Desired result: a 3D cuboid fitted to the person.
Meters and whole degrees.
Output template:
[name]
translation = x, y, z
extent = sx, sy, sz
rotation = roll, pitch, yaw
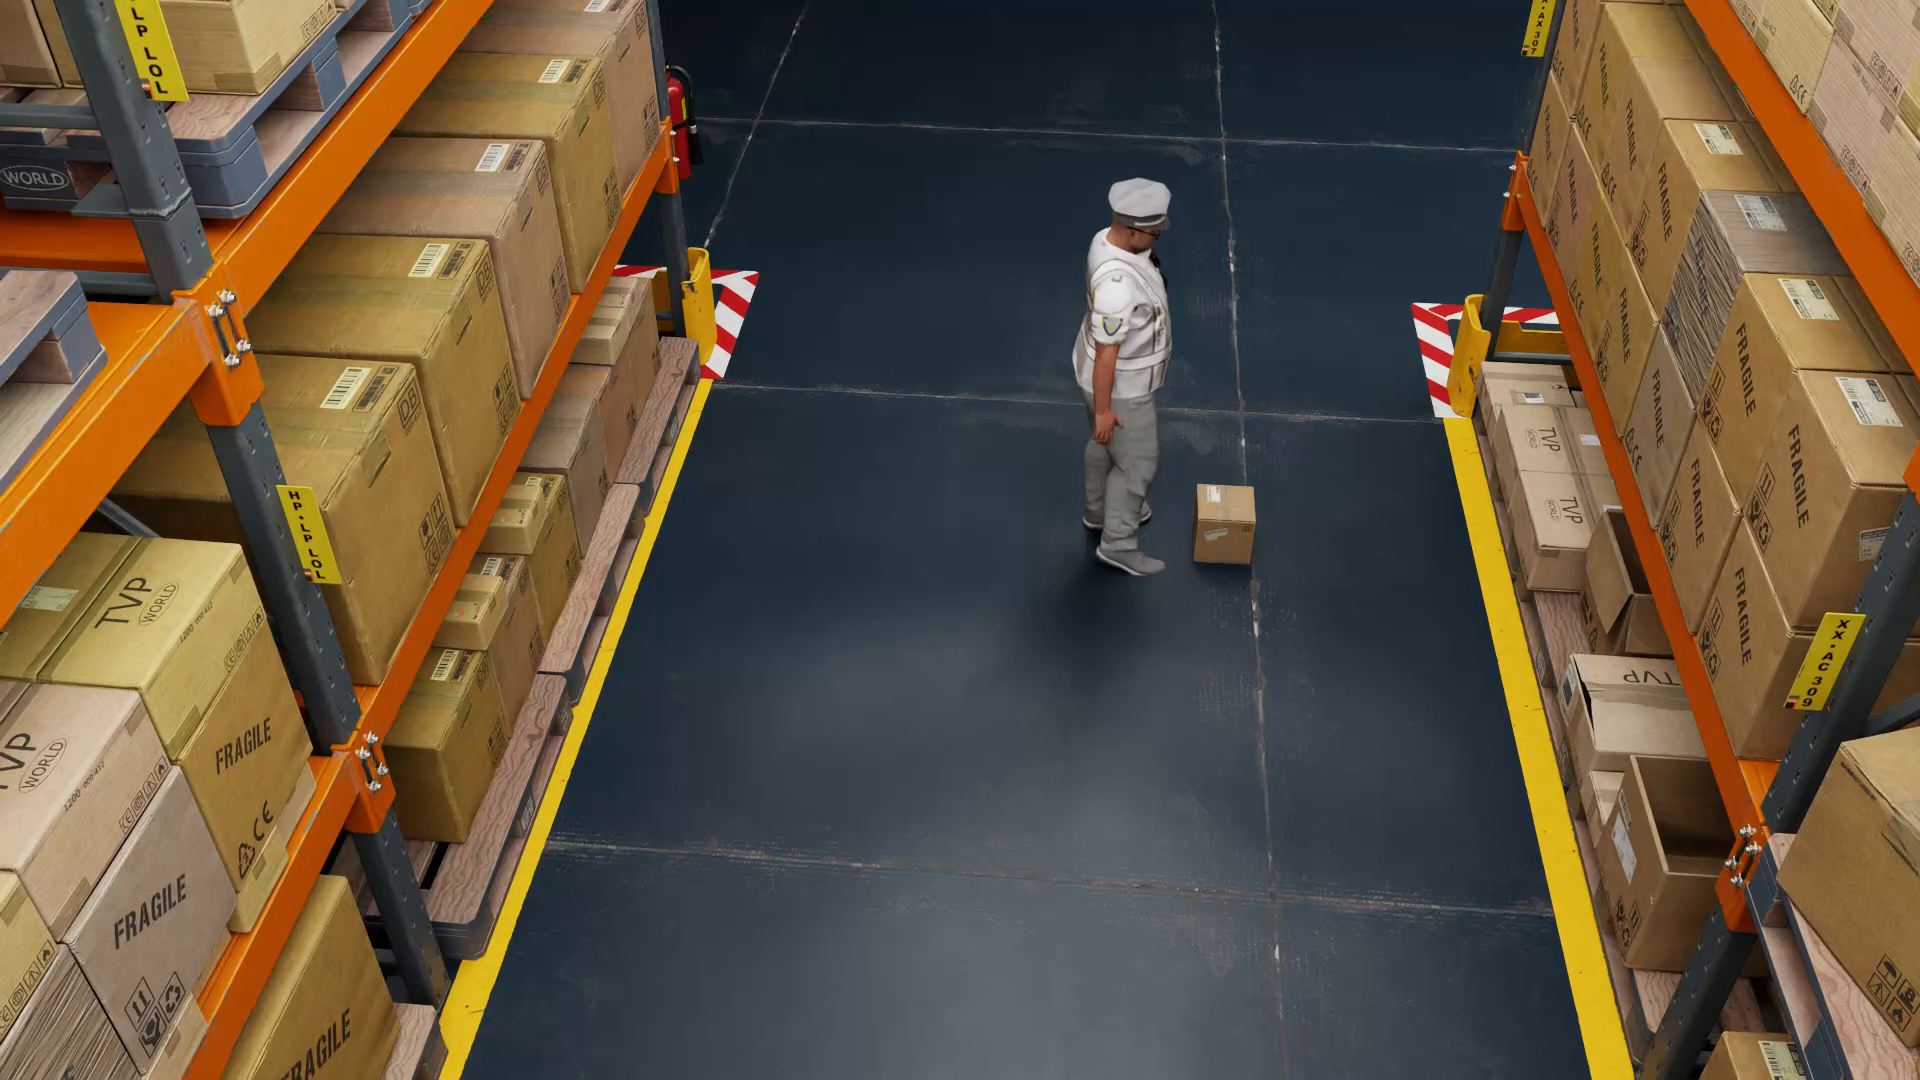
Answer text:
[person]
translation = 0.690, -0.683, 6.988
extent = 0.435, 1.795, 0.615
rotation = -1, 40, -2
